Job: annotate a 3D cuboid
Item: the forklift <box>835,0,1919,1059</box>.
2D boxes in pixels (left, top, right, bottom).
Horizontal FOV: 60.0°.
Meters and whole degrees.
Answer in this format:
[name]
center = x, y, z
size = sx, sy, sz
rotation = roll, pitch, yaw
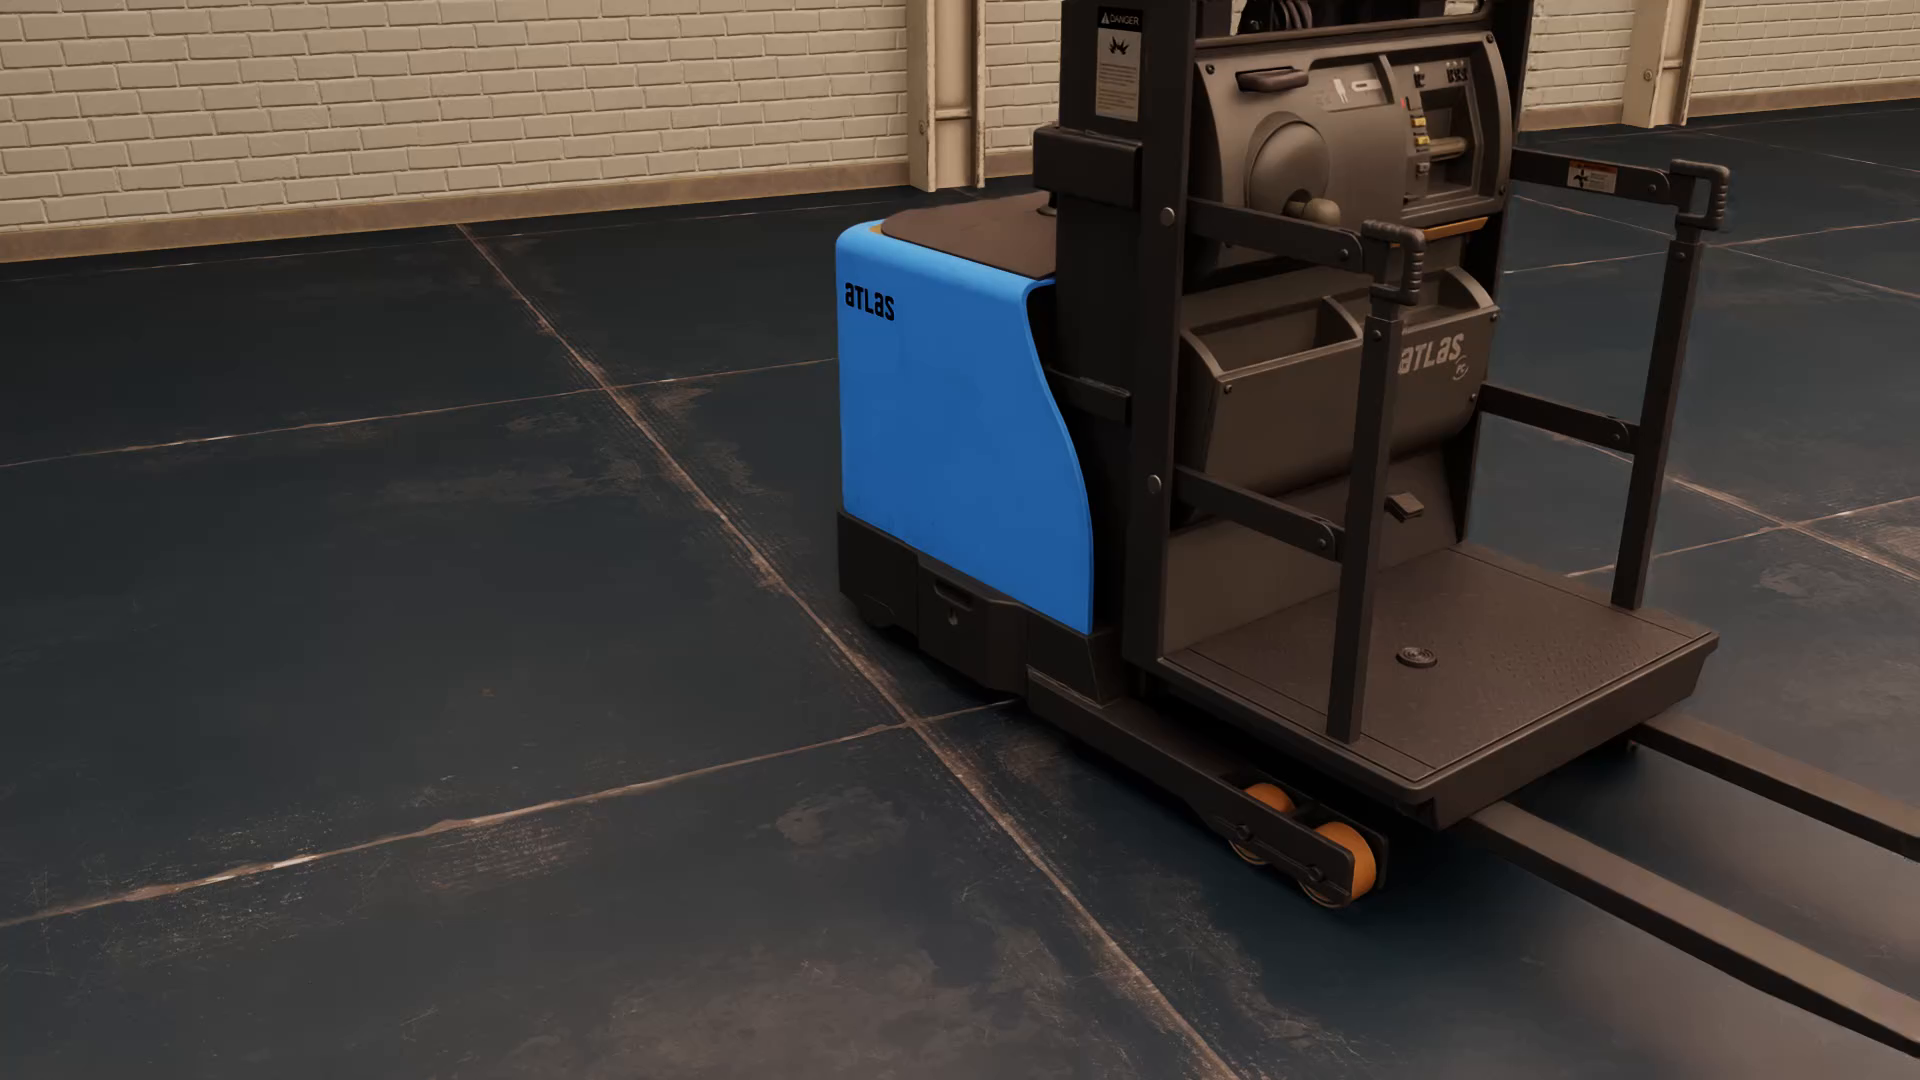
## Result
[forklift]
center = 0.970, -0.833, 3.291
size = 1.130, 2.935, 3.031
rotation = -17, 28, -35
